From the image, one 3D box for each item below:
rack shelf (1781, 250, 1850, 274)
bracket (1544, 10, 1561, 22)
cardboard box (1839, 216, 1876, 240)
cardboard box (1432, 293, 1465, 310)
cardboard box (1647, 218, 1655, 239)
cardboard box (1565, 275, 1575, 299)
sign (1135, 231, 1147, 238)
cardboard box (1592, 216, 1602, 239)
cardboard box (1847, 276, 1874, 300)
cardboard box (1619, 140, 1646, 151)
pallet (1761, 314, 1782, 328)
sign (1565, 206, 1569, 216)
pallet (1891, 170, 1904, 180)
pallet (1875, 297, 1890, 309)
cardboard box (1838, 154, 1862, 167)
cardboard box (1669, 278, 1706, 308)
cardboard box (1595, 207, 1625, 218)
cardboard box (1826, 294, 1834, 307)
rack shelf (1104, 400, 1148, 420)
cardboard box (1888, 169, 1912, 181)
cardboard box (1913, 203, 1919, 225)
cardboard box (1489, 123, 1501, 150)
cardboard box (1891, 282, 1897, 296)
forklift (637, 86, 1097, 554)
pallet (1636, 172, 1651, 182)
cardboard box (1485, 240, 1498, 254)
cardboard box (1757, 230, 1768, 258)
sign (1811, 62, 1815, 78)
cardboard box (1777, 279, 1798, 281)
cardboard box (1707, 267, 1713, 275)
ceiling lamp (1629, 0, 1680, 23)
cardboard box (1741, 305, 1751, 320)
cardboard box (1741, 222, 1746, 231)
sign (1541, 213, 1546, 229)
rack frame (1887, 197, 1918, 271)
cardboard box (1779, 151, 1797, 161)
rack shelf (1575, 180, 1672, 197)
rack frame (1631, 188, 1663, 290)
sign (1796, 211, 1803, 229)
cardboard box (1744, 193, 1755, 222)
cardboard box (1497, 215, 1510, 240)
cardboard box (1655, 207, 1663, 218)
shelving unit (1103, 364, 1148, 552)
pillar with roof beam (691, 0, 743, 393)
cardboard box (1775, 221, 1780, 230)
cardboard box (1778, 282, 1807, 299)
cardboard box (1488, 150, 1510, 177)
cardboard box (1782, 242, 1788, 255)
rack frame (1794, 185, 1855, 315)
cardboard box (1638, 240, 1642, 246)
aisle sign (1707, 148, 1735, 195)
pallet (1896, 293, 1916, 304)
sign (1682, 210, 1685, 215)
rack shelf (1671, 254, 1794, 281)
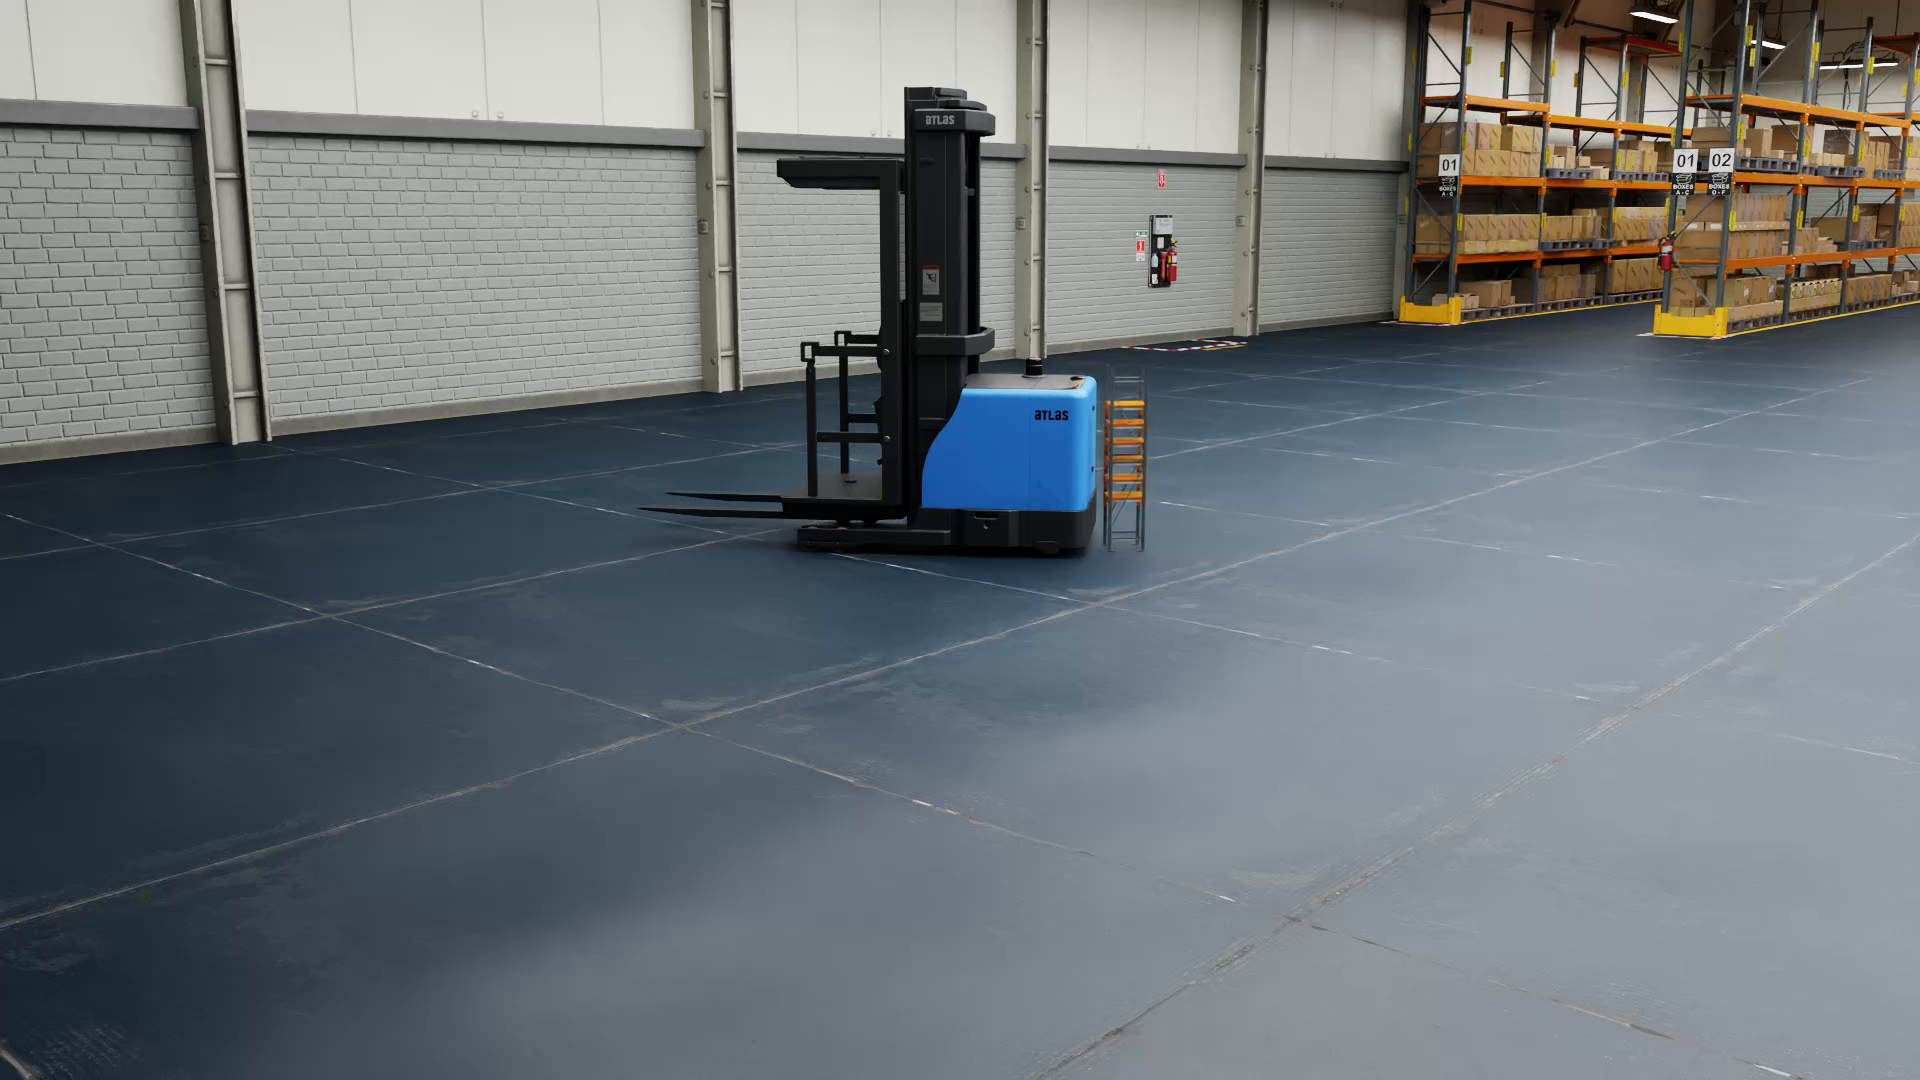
[{"bbox_3d":[16.845,-5.629,33.571,1.077,0.370,4.000,10,15,40],"label":"rack shelf"},{"bbox_3d":[12.926,-11.436,36.305,0.235,0.232,0.430,10,15,40],"label":"bracket"},{"bbox_3d":[19.686,-6.851,36.528,0.700,0.500,0.500,6,13,26],"label":"cardboard box"},{"bbox_3d":[9.685,-4.726,32.957,0.500,0.311,0.500,8,14,34],"label":"cardboard box"},{"bbox_3d":[16.299,-7.459,39.834,0.500,0.500,0.500,10,15,40],"label":"cardboard box"},{"bbox_3d":[13.271,-5.655,37.127,0.700,0.500,0.500,10,15,40],"label":"cardboard box"},{"bbox_3d":[2.920,-4.921,26.747,0.001,0.109,0.331,10,15,40],"label":"sign"},{"bbox_3d":[14.139,-7.110,37.772,0.700,0.500,0.500,8,14,34],"label":"cardboard box"},{"bbox_3d":[19.697,-5.524,36.469,0.500,0.500,0.500,9,14,38],"label":"cardboard box"},{"bbox_3d":[16.049,-9.412,39.725,0.500,0.250,0.500,9,15,39],"label":"cardboard box"},{"bbox_3d":[14.968,-4.208,31.742,1.003,0.211,1.213,10,15,40],"label":"pallet"},{"bbox_3d":[14.022,-7.555,38.421,0.100,0.325,0.005,10,15,40],"label":"sign"},{"bbox_3d":[20.322,-8.156,37.210,1.213,0.211,1.003,10,15,40],"label":"pallet"},{"bbox_3d":[20.297,-5.372,37.570,1.003,0.211,1.213,10,15,40],"label":"pallet"},{"bbox_3d":[18.428,-7.864,35.014,0.910,0.500,0.500,10,15,40],"label":"cardboard box"},{"bbox_3d":[13.015,-4.441,29.823,0.500,0.500,0.500,10,15,40],"label":"cardboard box"},{"bbox_3d":[14.954,-7.526,38.252,0.500,0.250,0.500,10,15,42],"label":"cardboard box"},{"bbox_3d":[17.663,-4.948,34.275,0.500,0.250,0.500,10,15,40],"label":"cardboard box"},{"bbox_3d":[1.071,-0.839,10.718,0.258,0.103,0.180,-1,13,-5],"label":"rack shelf"},{"bbox_3d":[21.312,-8.301,37.839,0.500,0.250,0.500,10,15,40],"label":"cardboard box"},{"bbox_3d":[22.008,-7.588,38.736,0.500,0.500,0.500,9,15,39],"label":"cardboard box"},{"bbox_3d":[10.296,-7.928,32.729,0.500,0.500,0.500,10,15,42],"label":"cardboard box"},{"bbox_3d":[21.245,-5.795,38.310,0.500,0.311,0.500,10,15,40],"label":"cardboard box"},{"bbox_3d":[-0.620,-1.455,11.013,3.031,2.935,1.130,2,11,8],"label":"forklift"},{"bbox_3d":[15.563,-8.561,39.237,1.003,0.211,1.213,11,16,43],"label":"pallet"},{"bbox_3d":[10.394,-5.858,33.215,0.500,0.250,0.500,9,15,39],"label":"cardboard box"},{"bbox_3d":[14.559,-5.518,30.927,0.700,0.500,0.500,10,15,41],"label":"cardboard box"},{"bbox_3d":[17.751,-9.783,34.631,0.100,0.325,0.005,10,15,40],"label":"sign"},{"bbox_3d":[16.920,-5.216,34.185,0.500,0.311,0.500,9,15,39],"label":"cardboard box"},{"bbox_3d":[19.335,-6.957,43.694,0.700,0.500,0.500,10,15,40],"label":"cardboard box"},{"bbox_3d":[13.820,-11.749,32.157,0.800,3.185,2.000,10,15,40],"label":"ceiling lamp"},{"bbox_3d":[14.063,-4.154,30.299,0.500,0.250,0.500,10,15,40],"label":"cardboard box"},{"bbox_3d":[13.811,-5.608,29.721,0.380,0.149,0.250,9,15,39],"label":"cardboard box"},{"bbox_3d":[12.214,-6.683,34.801,0.100,0.325,0.005,10,15,40],"label":"sign"},{"bbox_3d":[23.446,-7.453,40.867,1.000,3.000,0.127,10,15,40],"label":"rack frame"},{"bbox_3d":[15.939,-7.380,32.155,0.500,0.250,0.500,-10,15,-42],"label":"cardboard box"},{"bbox_3d":[15.762,-8.328,39.428,1.077,0.370,4.000,10,15,40],"label":"rack shelf"},{"bbox_3d":[17.082,-7.504,41.124,1.000,3.000,0.127,10,15,40],"label":"rack frame"},{"bbox_3d":[15.943,-6.079,31.577,0.100,0.325,0.005,10,15,40],"label":"sign"},{"bbox_3d":[13.912,-6.011,30.082,0.700,0.500,0.500,10,15,41],"label":"cardboard box"},{"bbox_3d":[10.713,-6.298,33.503,0.500,0.500,0.500,10,15,42],"label":"cardboard box"},{"bbox_3d":[16.621,-7.901,40.130,0.500,0.250,0.500,10,15,42],"label":"cardboard box"},{"bbox_3d":[1.072,-0.531,10.789,0.258,1.200,0.189,-1,13,-5],"label":"shelving unit"},{"bbox_3d":[0.325,-5.691,16.727,9.100,9.000,0.400,10,15,40],"label":"pillar with roof beam"},{"bbox_3d":[15.170,-5.912,31.240,0.380,0.149,0.250,9,15,39],"label":"cardboard box"},{"bbox_3d":[16.319,-4.921,32.709,0.500,0.311,0.500,10,15,40],"label":"cardboard box"},{"bbox_3d":[10.628,-7.518,33.230,0.500,0.500,0.500,11,16,44],"label":"cardboard box"},{"bbox_3d":[15.817,-5.692,32.433,0.500,0.250,0.500,11,16,44],"label":"cardboard box"},{"bbox_3d":[18.165,-6.276,34.974,1.000,3.000,0.127,10,15,40],"label":"rack frame"},{"bbox_3d":[16.016,-7.086,39.619,0.380,0.149,0.250,10,15,42],"label":"cardboard box"},{"bbox_3d":[13.071,-6.324,28.580,0.394,0.787,0.004,10,15,40],"label":"aisle sign"},{"bbox_3d":[22.065,-5.778,39.602,1.003,0.211,1.213,10,15,40],"label":"pallet"},{"bbox_3d":[19.309,-8.629,44.342,0.100,0.325,0.005,10,15,40],"label":"sign"},{"bbox_3d":[14.204,-5.040,30.625,1.077,0.370,4.000,10,15,40],"label":"rack shelf"}]
